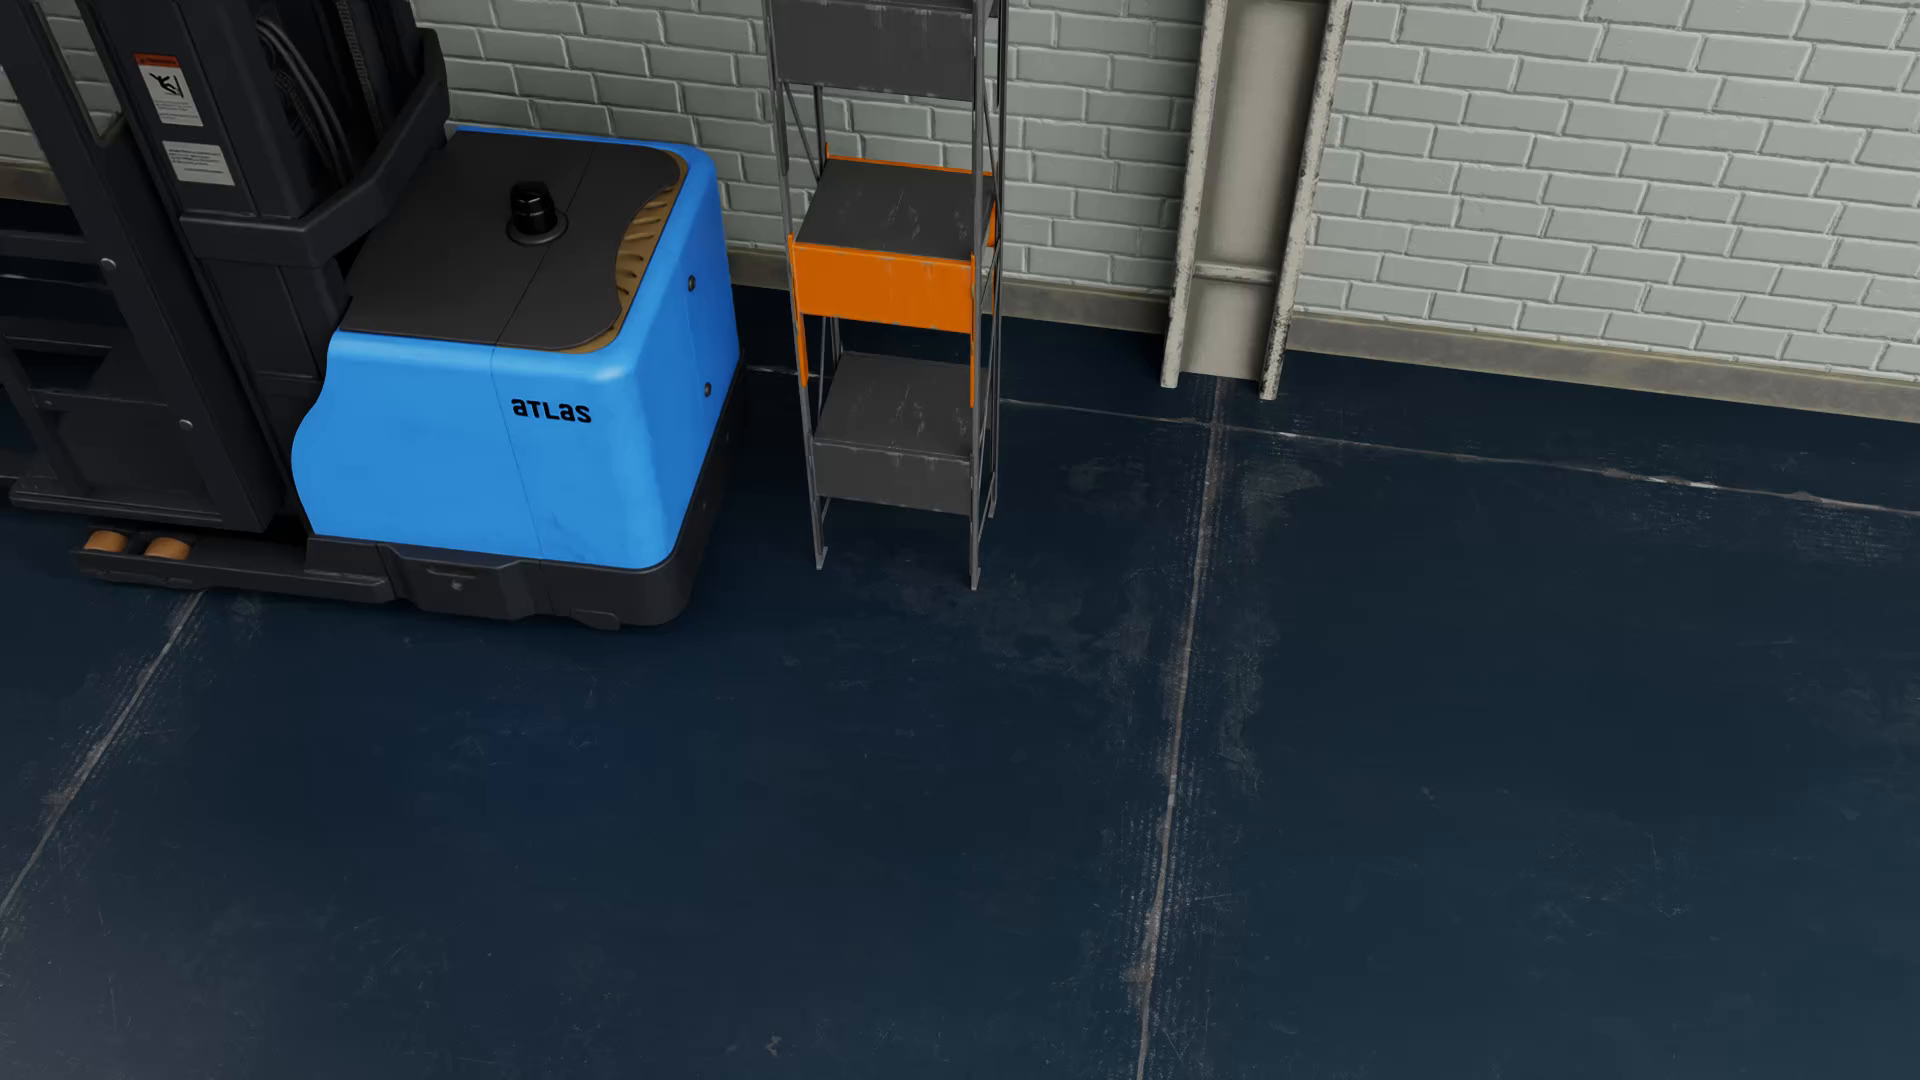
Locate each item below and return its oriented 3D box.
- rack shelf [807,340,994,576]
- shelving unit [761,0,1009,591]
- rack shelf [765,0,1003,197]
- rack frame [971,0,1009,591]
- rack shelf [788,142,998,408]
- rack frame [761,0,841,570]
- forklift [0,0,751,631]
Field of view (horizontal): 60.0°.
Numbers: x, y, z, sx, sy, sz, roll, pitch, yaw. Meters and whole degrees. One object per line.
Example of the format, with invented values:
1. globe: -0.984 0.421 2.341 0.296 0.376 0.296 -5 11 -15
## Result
1. rack shelf: -0.163 -0.247 5.019 0.480 0.518 0.431 8 49 7
2. shelving unit: -0.163 -0.724 4.489 0.503 2.100 0.431 8 49 7
3. rack shelf: -0.163 -1.182 3.978 0.480 0.518 0.431 8 49 7
4. rack frame: 0.077 -0.691 4.460 0.015 2.100 0.400 8 49 7
5. rack shelf: -0.163 -0.715 4.499 0.480 0.518 0.431 8 49 7
6. rack frame: -0.403 -0.756 4.518 0.015 2.100 0.400 8 49 7
7. forklift: -2.257 -1.213 4.370 3.031 2.935 1.130 6 48 5
